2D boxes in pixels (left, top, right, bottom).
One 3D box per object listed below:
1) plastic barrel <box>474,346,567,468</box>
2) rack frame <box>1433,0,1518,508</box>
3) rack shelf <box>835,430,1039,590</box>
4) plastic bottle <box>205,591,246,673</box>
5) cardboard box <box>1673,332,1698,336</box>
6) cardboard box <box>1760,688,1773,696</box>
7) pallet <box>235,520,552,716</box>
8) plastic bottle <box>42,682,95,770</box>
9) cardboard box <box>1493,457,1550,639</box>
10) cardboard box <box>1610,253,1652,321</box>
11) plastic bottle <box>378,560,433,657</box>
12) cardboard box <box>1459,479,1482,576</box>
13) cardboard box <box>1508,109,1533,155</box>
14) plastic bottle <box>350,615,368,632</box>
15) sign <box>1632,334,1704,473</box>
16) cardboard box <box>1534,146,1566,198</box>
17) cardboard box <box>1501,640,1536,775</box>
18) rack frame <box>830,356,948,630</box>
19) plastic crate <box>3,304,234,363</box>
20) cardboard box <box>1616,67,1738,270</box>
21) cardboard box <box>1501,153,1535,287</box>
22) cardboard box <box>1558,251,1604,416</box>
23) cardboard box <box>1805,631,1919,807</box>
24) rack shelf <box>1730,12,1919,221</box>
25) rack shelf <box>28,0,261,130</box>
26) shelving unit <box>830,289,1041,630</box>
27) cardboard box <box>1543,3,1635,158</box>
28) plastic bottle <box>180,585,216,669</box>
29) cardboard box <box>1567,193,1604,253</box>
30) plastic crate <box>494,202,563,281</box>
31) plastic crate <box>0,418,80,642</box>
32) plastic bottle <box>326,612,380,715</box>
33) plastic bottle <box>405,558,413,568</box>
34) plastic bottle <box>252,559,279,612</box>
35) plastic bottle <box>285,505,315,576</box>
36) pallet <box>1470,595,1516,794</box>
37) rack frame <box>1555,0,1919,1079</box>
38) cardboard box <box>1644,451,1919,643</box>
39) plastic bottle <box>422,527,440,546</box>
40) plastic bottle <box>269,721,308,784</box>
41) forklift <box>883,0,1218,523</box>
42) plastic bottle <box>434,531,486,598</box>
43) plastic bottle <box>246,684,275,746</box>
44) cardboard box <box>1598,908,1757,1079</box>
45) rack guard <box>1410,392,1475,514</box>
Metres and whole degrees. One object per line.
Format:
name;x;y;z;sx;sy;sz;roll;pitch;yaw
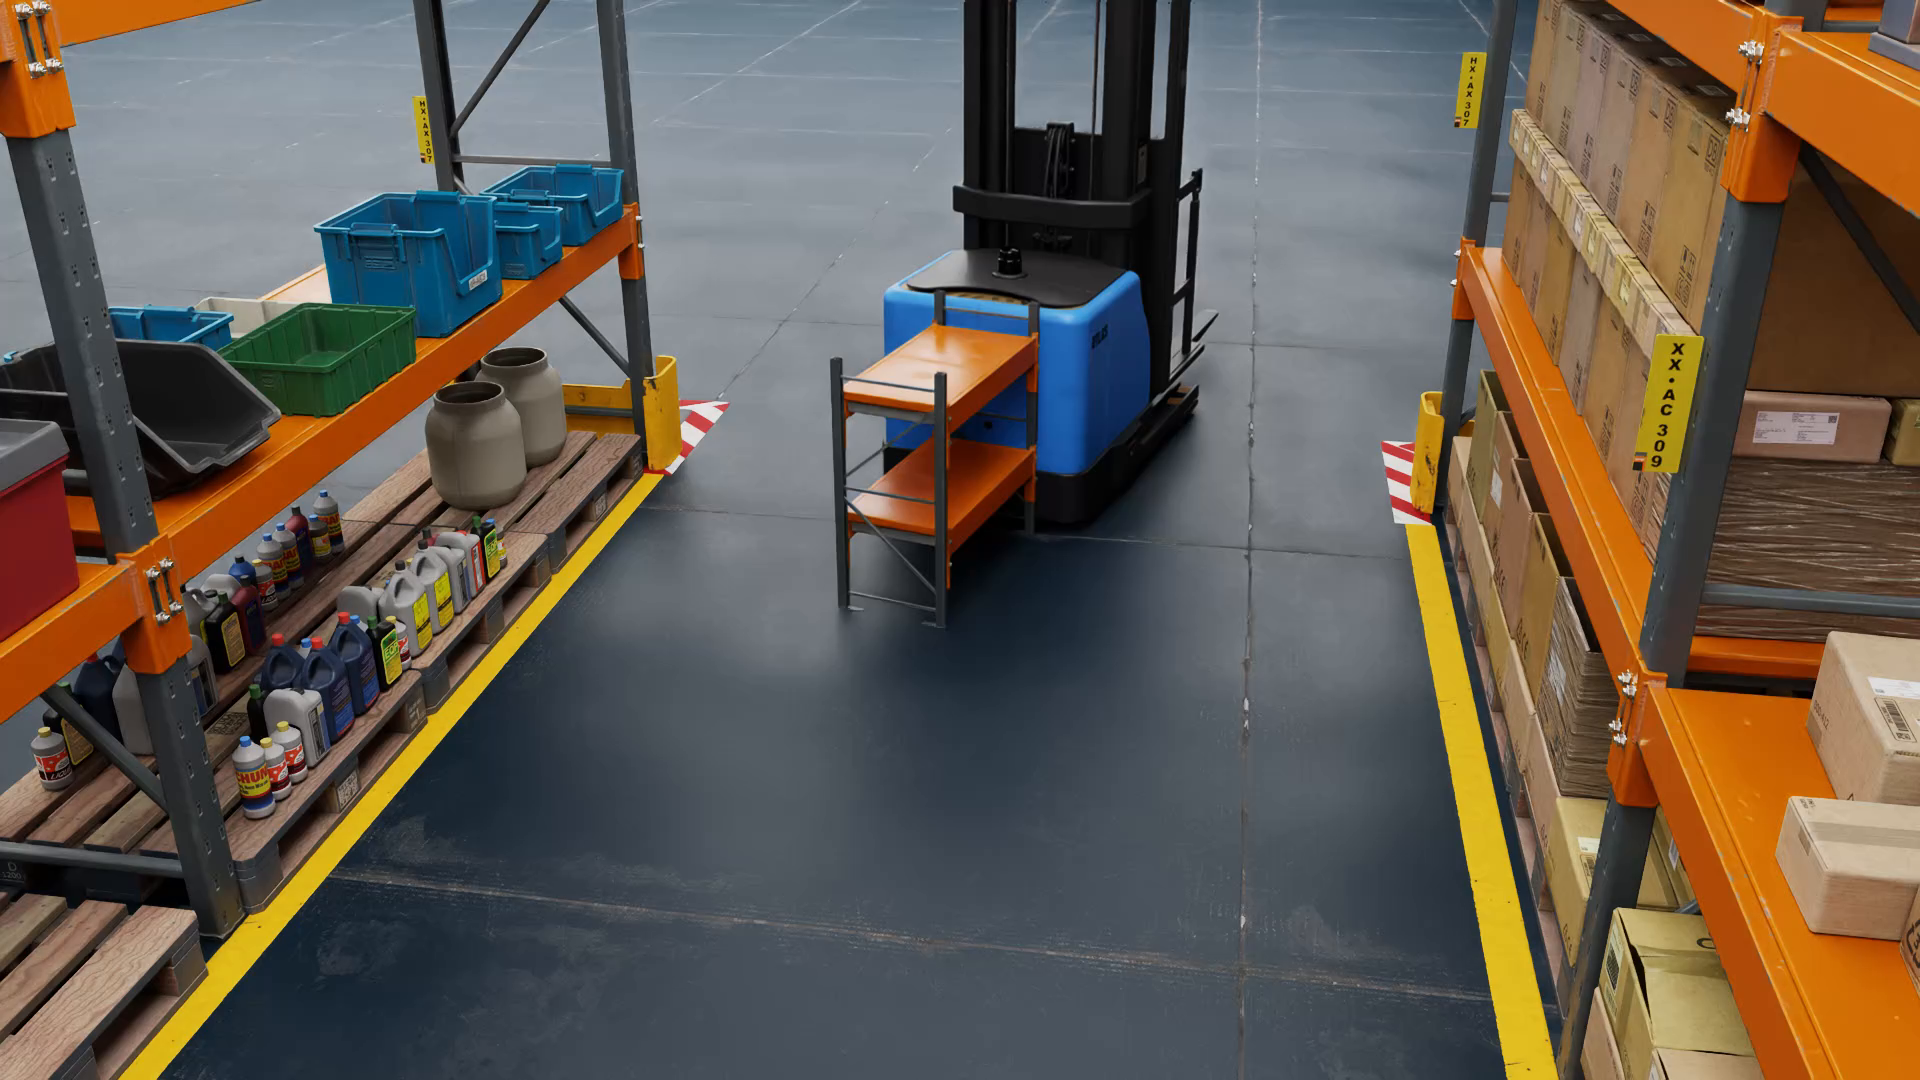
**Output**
plastic barrel;-2.122;-0.640;8.018;0.421;0.512;0.421;0;25;0
rack frame;2.796;-1.512;7.442;1.000;3.000;0.127;4;25;9
rack shelf;-0.084;-0.157;7.335;0.538;0.278;1.000;10;27;21
plastic bottle;-2.734;0.339;6.173;0.061;0.283;0.133;4;25;9
cardboard box;2.018;-0.410;4.205;0.380;0.149;0.250;3;25;7
cardboard box;2.601;0.494;5.019;0.500;0.500;0.500;4;25;9
pallet;-2.396;0.289;6.883;1.003;0.211;1.213;4;25;9
plastic bottle;-2.991;0.623;5.566;0.061;0.283;0.133;5;26;11
cardboard box;2.241;0.039;5.991;0.500;0.500;0.500;4;25;9
cardboard box;2.143;-0.732;4.893;0.380;0.149;0.250;4;25;8
plastic bottle;-2.102;0.251;6.281;0.144;0.351;0.185;4;25;8
cardboard box;2.411;-0.039;7.043;0.500;0.250;0.500;4;25;9
cardboard box;2.519;-1.702;6.965;0.380;0.149;0.250;4;25;8
plastic bottle;-2.185;0.401;6.055;0.097;0.271;0.097;0;25;0
sign;1.594;-0.305;3.749;0.100;0.325;0.005;4;25;9
cardboard box;2.393;-1.382;6.281;0.380;0.149;0.250;4;25;8
cardboard box;2.161;0.588;5.703;0.500;0.250;0.500;4;25;9
rack frame;-0.286;-0.180;6.808;0.500;1.125;0.032;10;27;21
plastic crate;-2.831;-0.598;5.665;0.499;0.251;0.616;4;25;9
cardboard box;2.372;-1.079;4.868;0.700;0.500;0.500;4;25;8
cardboard box;2.707;-1.363;7.006;0.700;0.500;0.500;4;25;9
cardboard box;2.457;-0.715;5.622;0.700;0.500;0.500;5;26;10
cardboard box;2.105;0.438;3.454;0.500;0.250;0.500;6;26;12
rack shelf;1.815;-0.035;1.598;1.077;0.370;4.000;4;25;9
rack shelf;-2.417;-2.053;5.908;1.077;0.370;4.000;4;25;9
shelving unit;-0.084;-0.378;7.231;0.538;1.125;1.048;10;27;21
cardboard box;2.618;-1.708;6.213;0.700;0.500;0.500;3;25;7
plastic bottle;-2.839;0.312;6.151;0.144;0.351;0.185;4;25;8
cardboard box;2.267;-1.059;5.592;0.380;0.149;0.250;4;25;9
plastic crate;-1.989;-1.288;7.139;0.499;0.251;0.408;4;25;9
plastic crate;-2.521;0.011;4.113;0.402;0.464;0.583;4;25;9
plastic bottle;-2.172;0.429;5.902;0.144;0.351;0.185;3;25;6
plastic bottle;-2.175;0.170;6.630;0.097;0.201;0.097;0;25;0
plastic bottle;-2.783;0.175;6.621;0.097;0.201;0.097;0;25;0
plastic bottle;-2.749;0.004;6.888;0.061;0.283;0.133;4;25;9
pallet;2.510;0.582;6.257;1.003;0.211;1.213;4;25;9
rack frame;2.142;0.161;3.868;1.000;3.000;0.127;4;25;9
cardboard box;2.208;-0.071;4.244;0.700;0.500;0.500;3;25;7
plastic bottle;-2.131;0.069;6.750;0.061;0.283;0.133;4;25;9
plastic bottle;-2.226;0.696;5.506;0.097;0.201;0.097;0;25;0
forklift;0.677;-2.005;8.576;1.130;2.935;3.031;10;27;21
plastic bottle;-2.026;0.079;6.736;0.152;0.276;0.135;4;25;9
plastic bottle;-2.339;0.600;5.615;0.061;0.283;0.133;4;25;9
cardboard box;1.829;1.118;3.911;0.500;0.311;0.500;4;25;9
rack guard;2.800;-0.390;7.994;1.175;0.500;0.348;4;25;9
